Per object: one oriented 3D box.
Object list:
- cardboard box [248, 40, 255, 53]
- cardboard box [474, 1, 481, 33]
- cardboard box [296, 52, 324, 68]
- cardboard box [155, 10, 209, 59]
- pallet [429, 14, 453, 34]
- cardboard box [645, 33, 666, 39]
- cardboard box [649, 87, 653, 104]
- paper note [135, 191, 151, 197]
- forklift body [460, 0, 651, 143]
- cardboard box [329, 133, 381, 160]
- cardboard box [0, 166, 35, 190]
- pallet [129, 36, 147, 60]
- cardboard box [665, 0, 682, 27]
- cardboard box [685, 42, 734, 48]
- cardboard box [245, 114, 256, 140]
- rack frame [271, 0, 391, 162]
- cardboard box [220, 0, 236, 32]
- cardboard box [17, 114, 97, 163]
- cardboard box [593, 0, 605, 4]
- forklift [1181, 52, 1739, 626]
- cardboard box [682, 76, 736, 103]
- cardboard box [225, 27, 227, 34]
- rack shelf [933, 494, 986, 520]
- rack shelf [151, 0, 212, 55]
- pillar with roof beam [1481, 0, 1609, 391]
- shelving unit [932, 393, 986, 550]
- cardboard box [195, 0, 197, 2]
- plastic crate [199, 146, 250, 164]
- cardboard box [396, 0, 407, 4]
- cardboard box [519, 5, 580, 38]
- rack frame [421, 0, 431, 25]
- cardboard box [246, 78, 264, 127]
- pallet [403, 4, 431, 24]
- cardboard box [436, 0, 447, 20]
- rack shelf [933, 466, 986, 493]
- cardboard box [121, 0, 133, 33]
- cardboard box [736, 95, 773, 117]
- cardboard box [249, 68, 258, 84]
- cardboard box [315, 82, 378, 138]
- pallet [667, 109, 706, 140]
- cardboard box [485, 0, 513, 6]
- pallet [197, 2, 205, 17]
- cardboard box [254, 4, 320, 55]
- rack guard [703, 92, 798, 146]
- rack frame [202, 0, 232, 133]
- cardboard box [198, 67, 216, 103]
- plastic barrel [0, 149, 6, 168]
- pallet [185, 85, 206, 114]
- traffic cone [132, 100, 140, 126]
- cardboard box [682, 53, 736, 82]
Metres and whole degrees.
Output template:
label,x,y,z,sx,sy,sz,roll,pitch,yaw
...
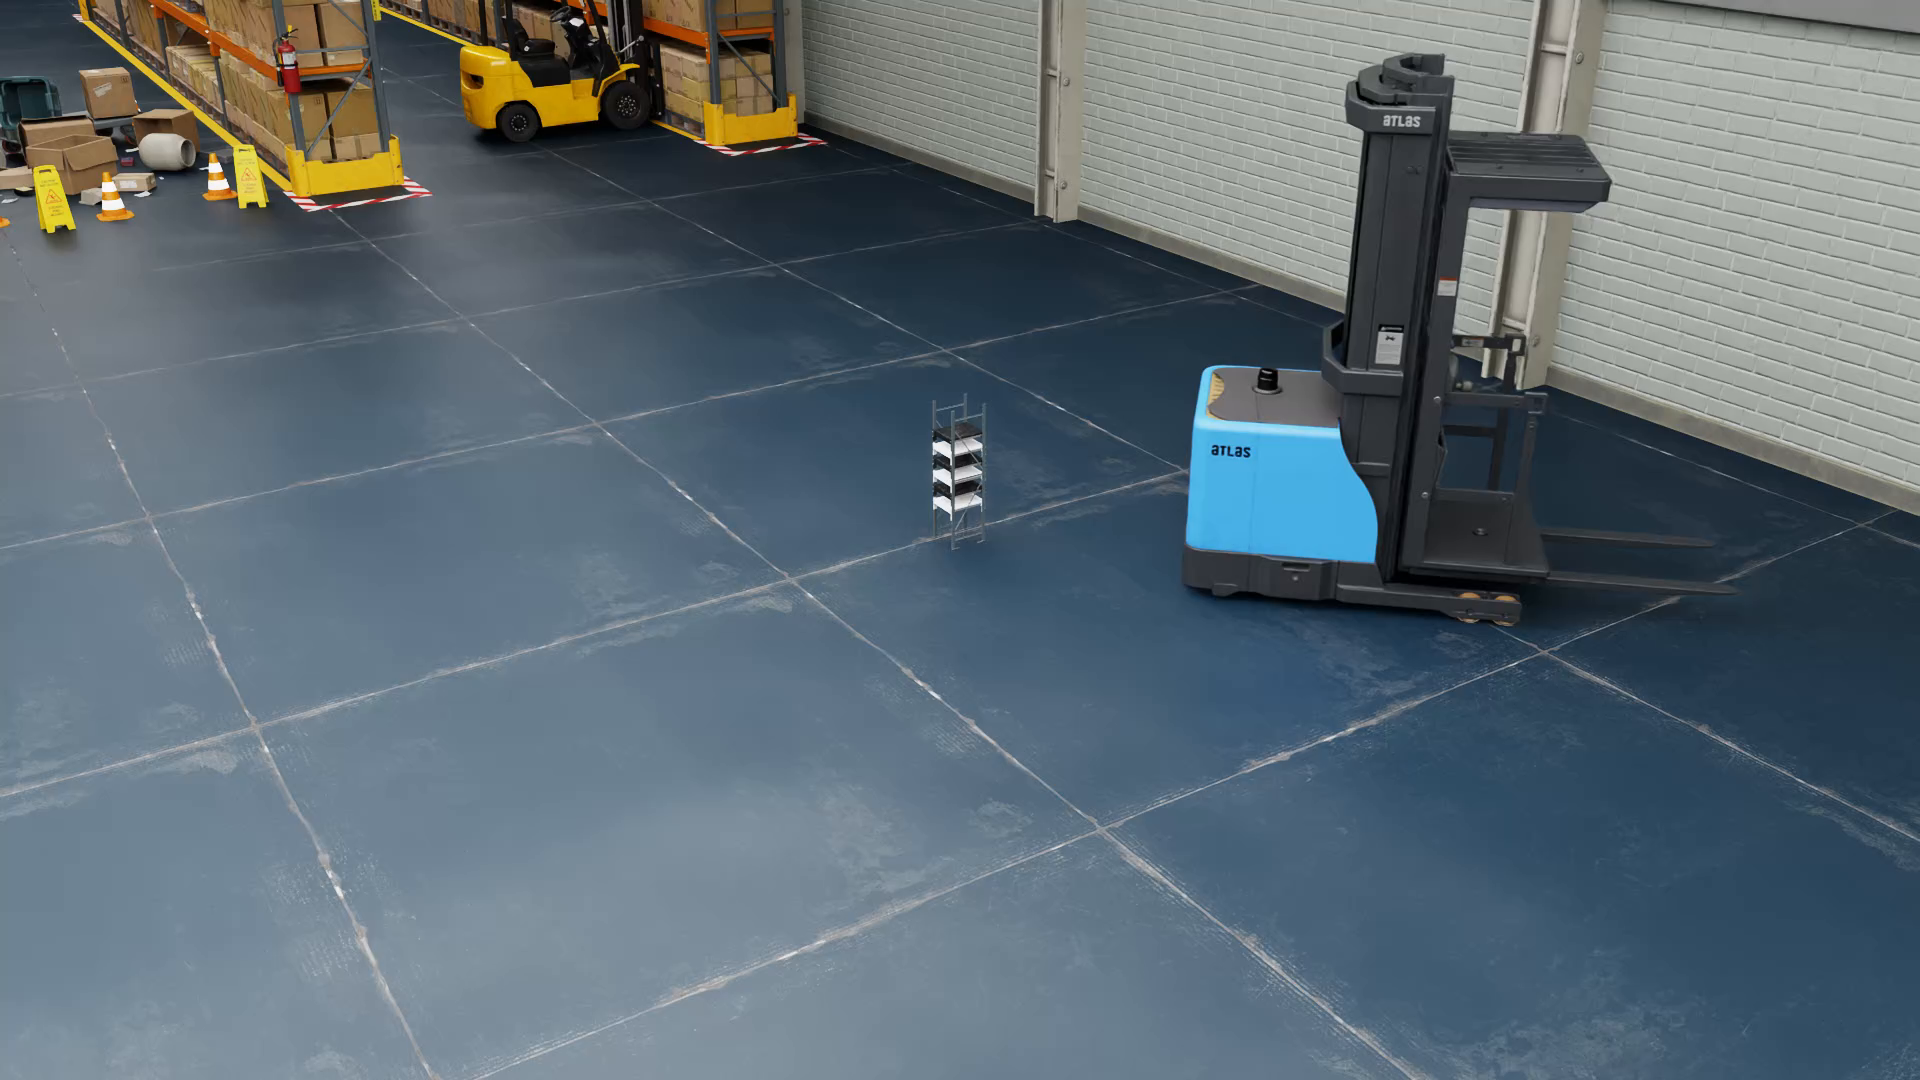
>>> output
label,x,y,z,sx,sy,sz,roll,pitch,yaw
cardboard box,-7.932,-5.685,19.073,0.380,0.149,0.250,-16,30,-30
cardboard box,-7.677,-8.635,27.464,0.500,0.500,0.500,-16,30,-30
cardboard box,-7.175,-5.244,18.138,0.380,0.149,0.250,-14,29,-28
cardboard box,-11.466,-7.630,24.897,0.875,0.875,0.875,-16,30,-30
pallet,-8.710,-9.180,29.450,1.003,0.211,1.213,-16,29,-30
cardboard box,-4.265,-6.654,22.390,0.500,0.250,0.500,-14,29,-28
cardboard box,-3.987,-6.014,22.205,0.500,0.250,0.500,-15,29,-28
paper note,-8.975,-3.805,18.274,0.142,0.019,0.148,18,31,33
forklift body,-5.199,-6.301,21.077,2.313,2.155,1.214,-16,29,-30
cardboard box,-7.000,-4.573,19.152,0.500,0.250,0.500,-16,30,-30
cardboard box,-10.586,-4.092,18.608,0.396,0.266,0.258,-10,27,-21
pallet,-12.858,-8.046,27.047,1.003,0.211,1.213,-16,29,-30
cardboard box,-3.399,-6.779,20.980,0.500,0.500,0.500,-15,29,-28
cardboard box,-3.278,-6.405,21.863,0.500,0.250,0.500,-16,30,-30
cardboard box,-8.287,-4.999,20.055,0.500,0.250,0.500,-16,30,-30
rack frame,-6.792,-5.273,17.907,1.000,3.000,0.127,-16,29,-30
cardboard box,-8.412,-6.305,19.626,0.500,0.500,0.500,-16,30,-30
cardboard box,-10.389,-4.577,19.196,0.797,0.637,0.503,-16,29,-30
cardboard box,-4.795,-7.688,22.904,0.500,0.500,0.500,-16,30,-31
forklift,2.846,-1.094,9.134,3.031,2.935,1.130,5,26,10
cardboard box,-3.162,-5.705,20.965,0.500,0.250,0.500,-16,30,-30
cardboard box,-8.720,-6.237,20.242,0.380,0.149,0.250,-16,29,-30
rack shelf,-0.004,-0.217,10.155,0.258,0.077,0.200,-16,29,-30
rack shelf,-10.067,-7.094,22.607,1.077,0.370,4.000,-16,29,-30
pillar with roof beam,0.684,-4.308,8.835,9.100,9.000,0.400,-16,29,-30
shelving unit,-0.004,-0.410,10.064,0.258,0.900,0.210,-16,29,-30
cardboard box,-9.617,-6.999,21.364,0.380,0.149,0.250,-17,30,-31
plastic crate,-8.805,-4.631,19.967,0.583,0.080,0.402,18,31,33
cardboard box,-10.114,-10.287,30.963,0.700,0.500,0.500,-17,30,-31
cardboard box,-6.310,-7.951,25.868,0.875,0.625,0.625,-14,29,-28
rack frame,-9.186,-10.724,29.452,1.000,3.000,0.127,-16,29,-30
cardboard box,-8.005,-5.153,19.502,0.500,0.500,0.500,-16,30,-31
pallet,-9.560,-9.708,30.568,1.003,0.211,1.213,-16,29,-30
cardboard box,-8.811,-9.370,29.020,0.500,0.500,0.500,-16,30,-30
rack shelf,-0.004,-0.380,10.078,0.258,0.077,0.200,-16,29,-30
cardboard box,-13.595,-8.846,27.985,0.875,0.438,0.875,-16,30,-30
cardboard box,-2.739,-5.599,21.326,0.500,0.250,0.500,-15,29,-29
cardboard box,-7.981,-5.379,19.221,0.380,0.149,0.250,-14,29,-27
cardboard box,-7.014,-4.920,19.010,0.500,0.500,0.500,-17,30,-31
pallet,-3.087,-5.434,21.514,1.003,0.211,1.213,-16,29,-30
cardboard box,-7.484,-8.763,26.976,0.380,0.149,0.250,-17,30,-32
pallet,-9.271,-6.925,21.629,1.003,0.211,1.213,-16,29,-30
cardboard box,-7.319,-5.583,18.097,0.500,0.500,0.500,-16,30,-30
rack guard,-2.622,-5.293,20.876,1.175,0.500,0.348,-16,29,-30
rack frame,-8.975,-6.704,20.938,1.000,3.000,0.127,-16,29,-30
cardboard box,-9.659,-6.149,22.348,0.950,0.372,0.625,-14,28,-26
plastic barrel,-11.163,-4.301,18.865,0.512,0.421,0.421,3,25,6
pallet,-10.072,-6.158,23.047,1.003,0.211,1.213,-16,29,-30
traffic cone,-10.825,-5.674,21.728,0.336,0.463,0.334,-16,29,-30
cardboard box,-3.148,-5.922,20.839,0.500,0.250,0.500,-14,29,-28
